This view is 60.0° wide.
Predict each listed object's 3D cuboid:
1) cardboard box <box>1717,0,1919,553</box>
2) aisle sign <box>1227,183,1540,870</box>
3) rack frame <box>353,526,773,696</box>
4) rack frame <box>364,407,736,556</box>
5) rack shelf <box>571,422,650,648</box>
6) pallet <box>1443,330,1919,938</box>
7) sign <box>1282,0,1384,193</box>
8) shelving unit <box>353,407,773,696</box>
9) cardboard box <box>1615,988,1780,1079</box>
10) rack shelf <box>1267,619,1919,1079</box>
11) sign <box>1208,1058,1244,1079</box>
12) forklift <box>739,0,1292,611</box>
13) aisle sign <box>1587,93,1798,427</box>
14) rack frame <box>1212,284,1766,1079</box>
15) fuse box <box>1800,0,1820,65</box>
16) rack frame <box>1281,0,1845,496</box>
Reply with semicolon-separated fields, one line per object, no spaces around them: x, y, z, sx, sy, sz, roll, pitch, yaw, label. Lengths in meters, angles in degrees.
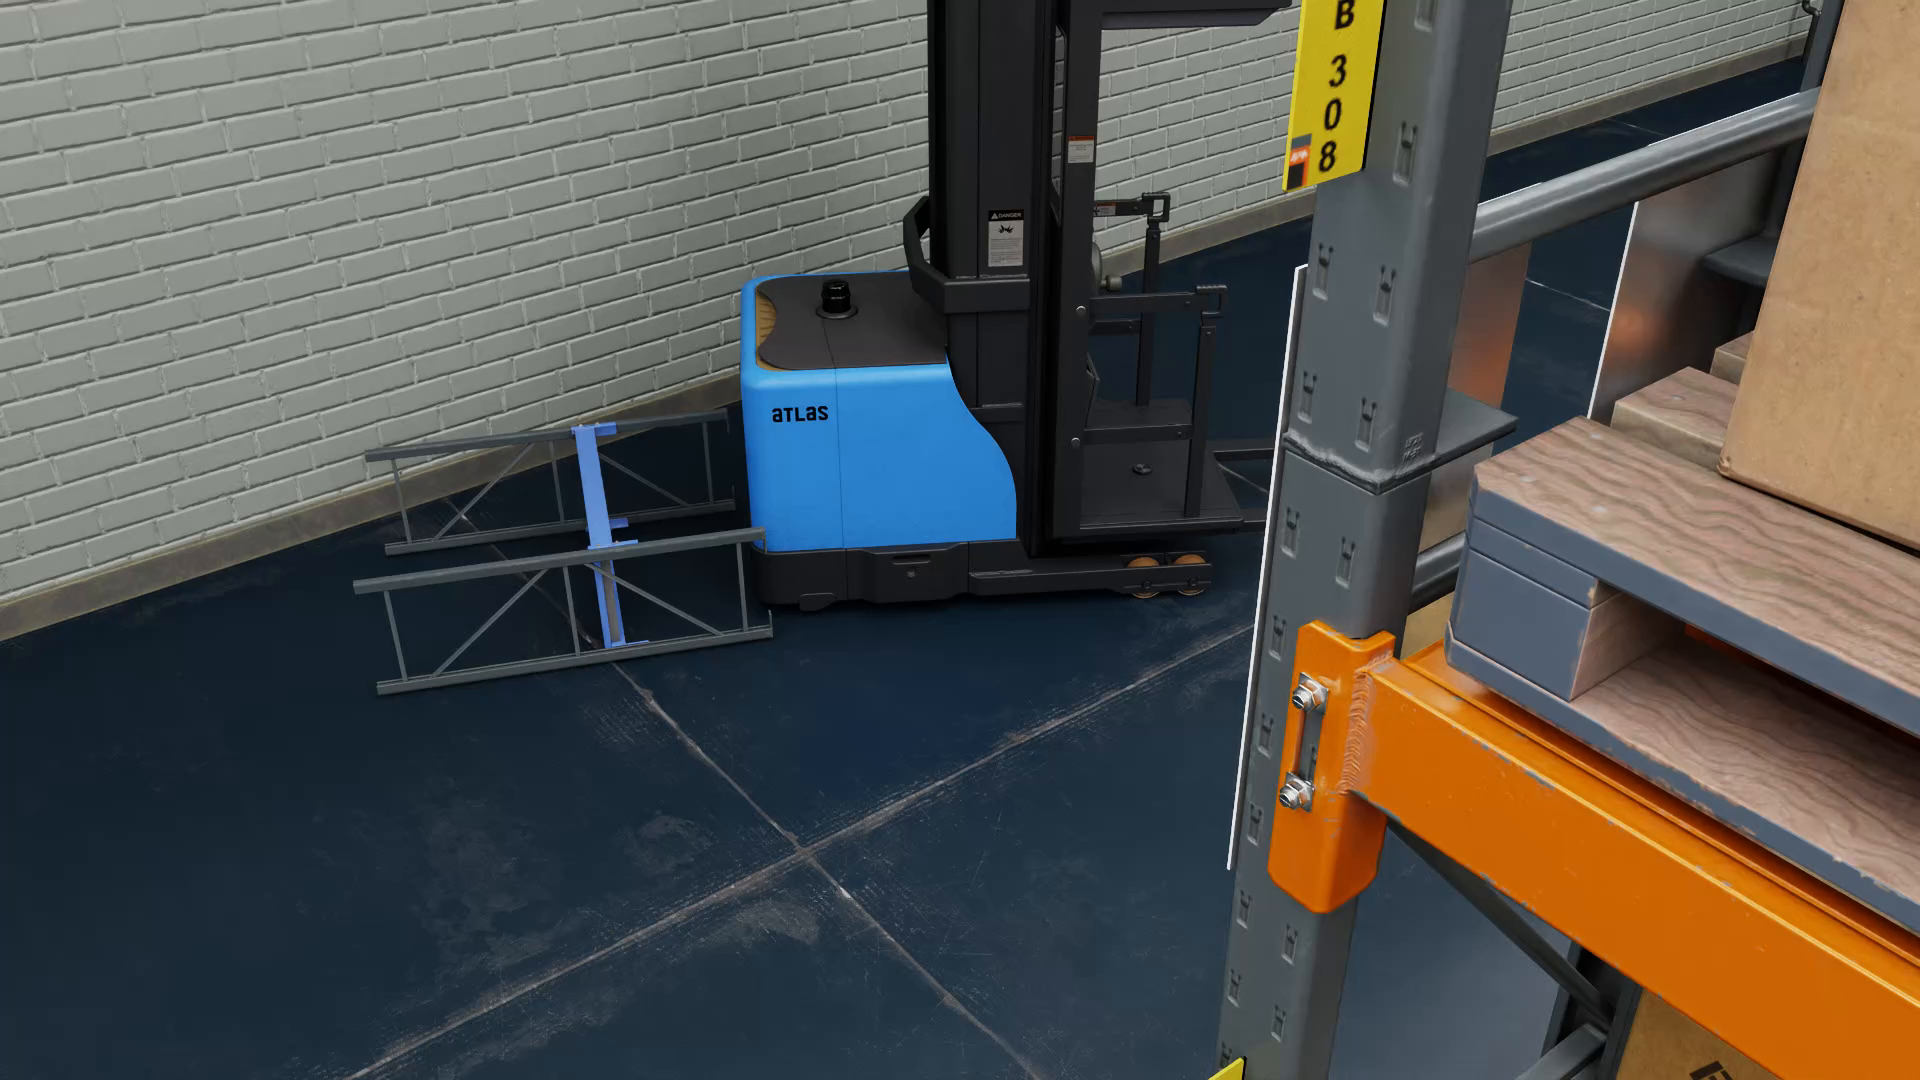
1.127;-0.295;1.452;0.700;0.500;0.500;-25;40;-34;cardboard box
0.484;0.006;1.934;0.394;0.787;0.004;-22;38;-31;aisle sign
-1.470;0.266;6.311;1.500;0.500;0.032;-8;33;-12;rack frame
-1.729;-0.252;7.146;1.500;0.500;0.032;-8;33;-12;rack frame
-1.426;-0.017;6.767;0.185;0.538;1.000;-8;33;-12;rack shelf
1.229;0.112;1.467;1.003;0.211;1.213;-22;38;-31;pallet
0.323;-0.459;1.400;0.100;0.325;0.005;-22;38;-31;sign
-1.600;0.007;6.728;1.500;0.538;1.048;-8;33;-12;shelving unit
1.272;0.780;2.301;0.500;0.500;0.500;-22;38;-31;cardboard box
1.992;0.908;0.784;1.077;0.370;4.000;-22;38;-31;rack shelf
0.323;0.819;2.193;0.100;0.325;0.005;-22;38;-31;sign
0.619;-1.281;6.534;3.031;2.935;1.130;-3;32;-5;forklift
0.958;-0.188;2.246;0.394;0.787;0.004;-22;38;-31;aisle sign
0.766;1.043;2.728;1.000;3.000;0.127;-22;38;-31;rack frame
6.866;-4.577;12.998;0.539;1.711;0.414;-22;38;-31;fuse box
0.766;-1.505;1.145;1.000;3.000;0.127;-22;38;-31;rack frame
